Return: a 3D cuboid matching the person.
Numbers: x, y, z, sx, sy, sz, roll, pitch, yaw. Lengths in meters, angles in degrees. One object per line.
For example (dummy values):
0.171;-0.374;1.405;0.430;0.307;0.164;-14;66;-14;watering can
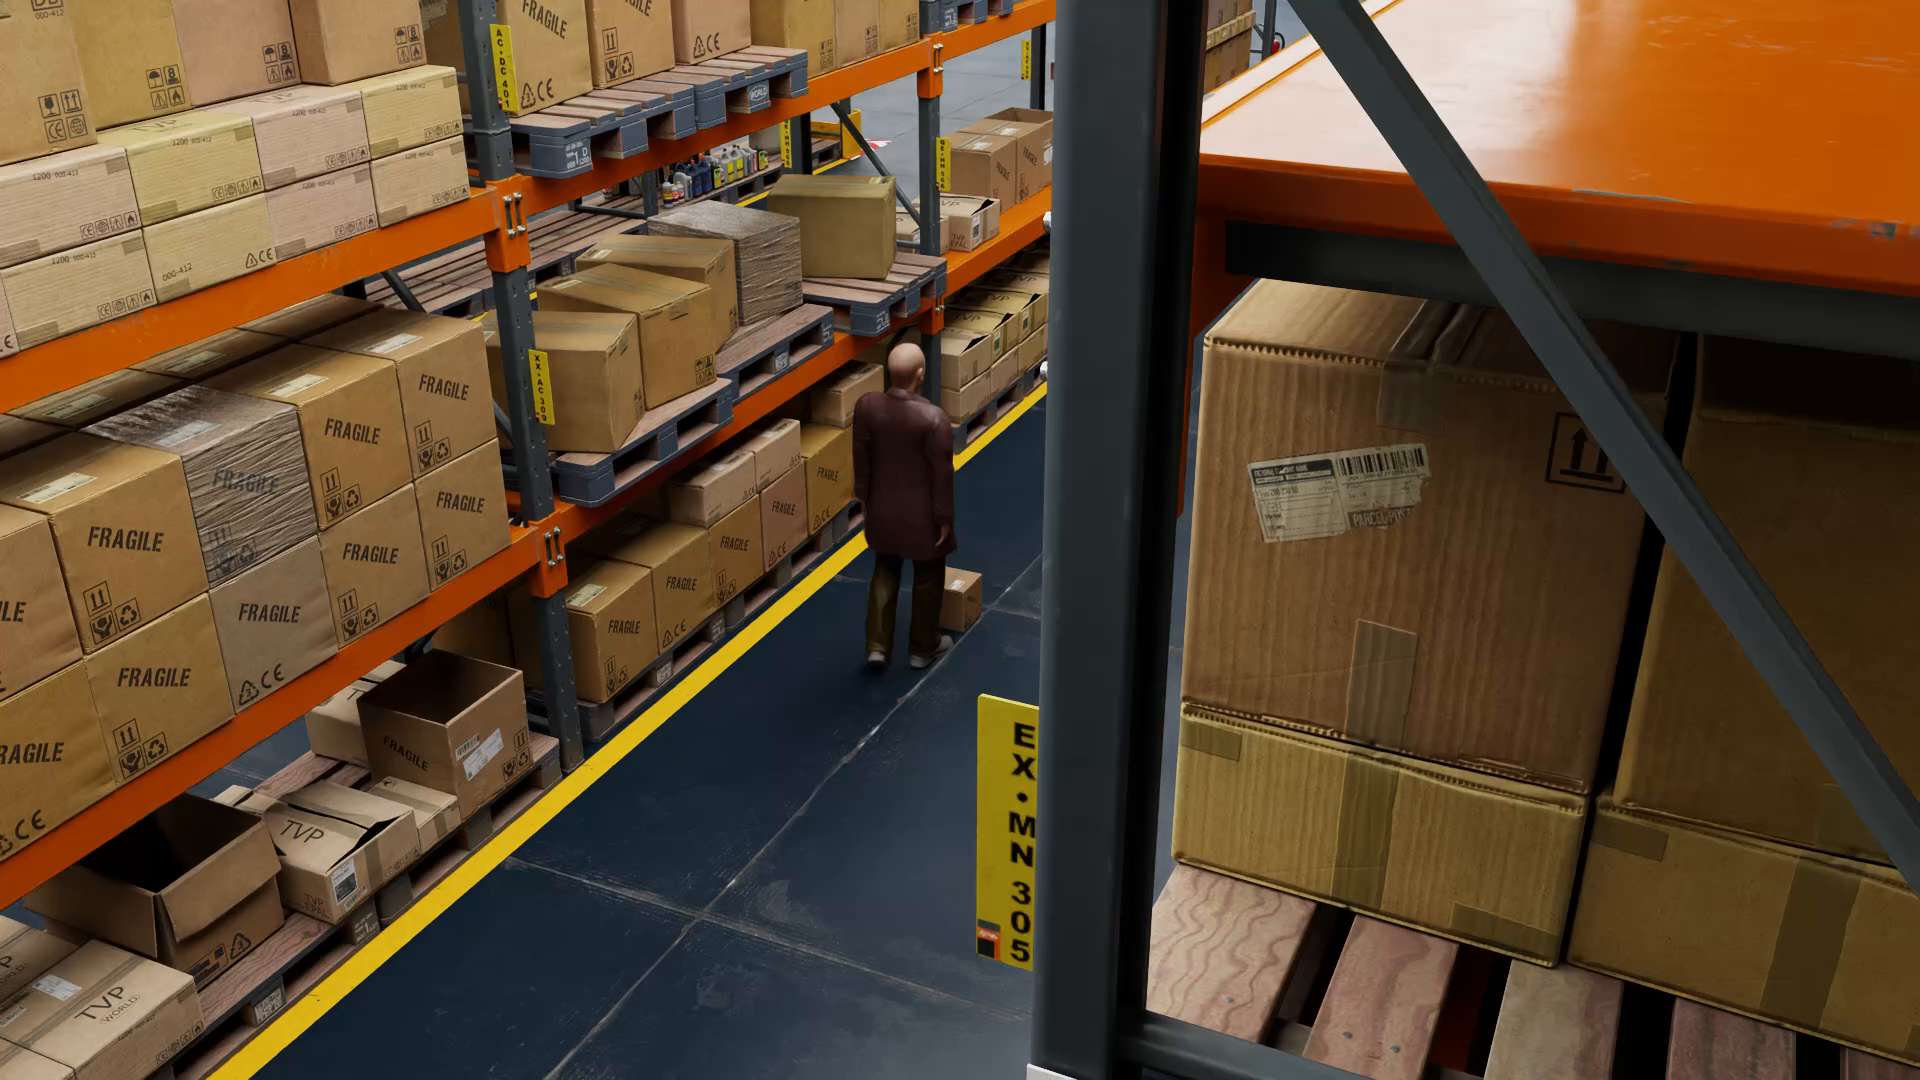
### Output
-0.268;-0.127;8.489;0.595;1.867;0.551;12;28;23;person
